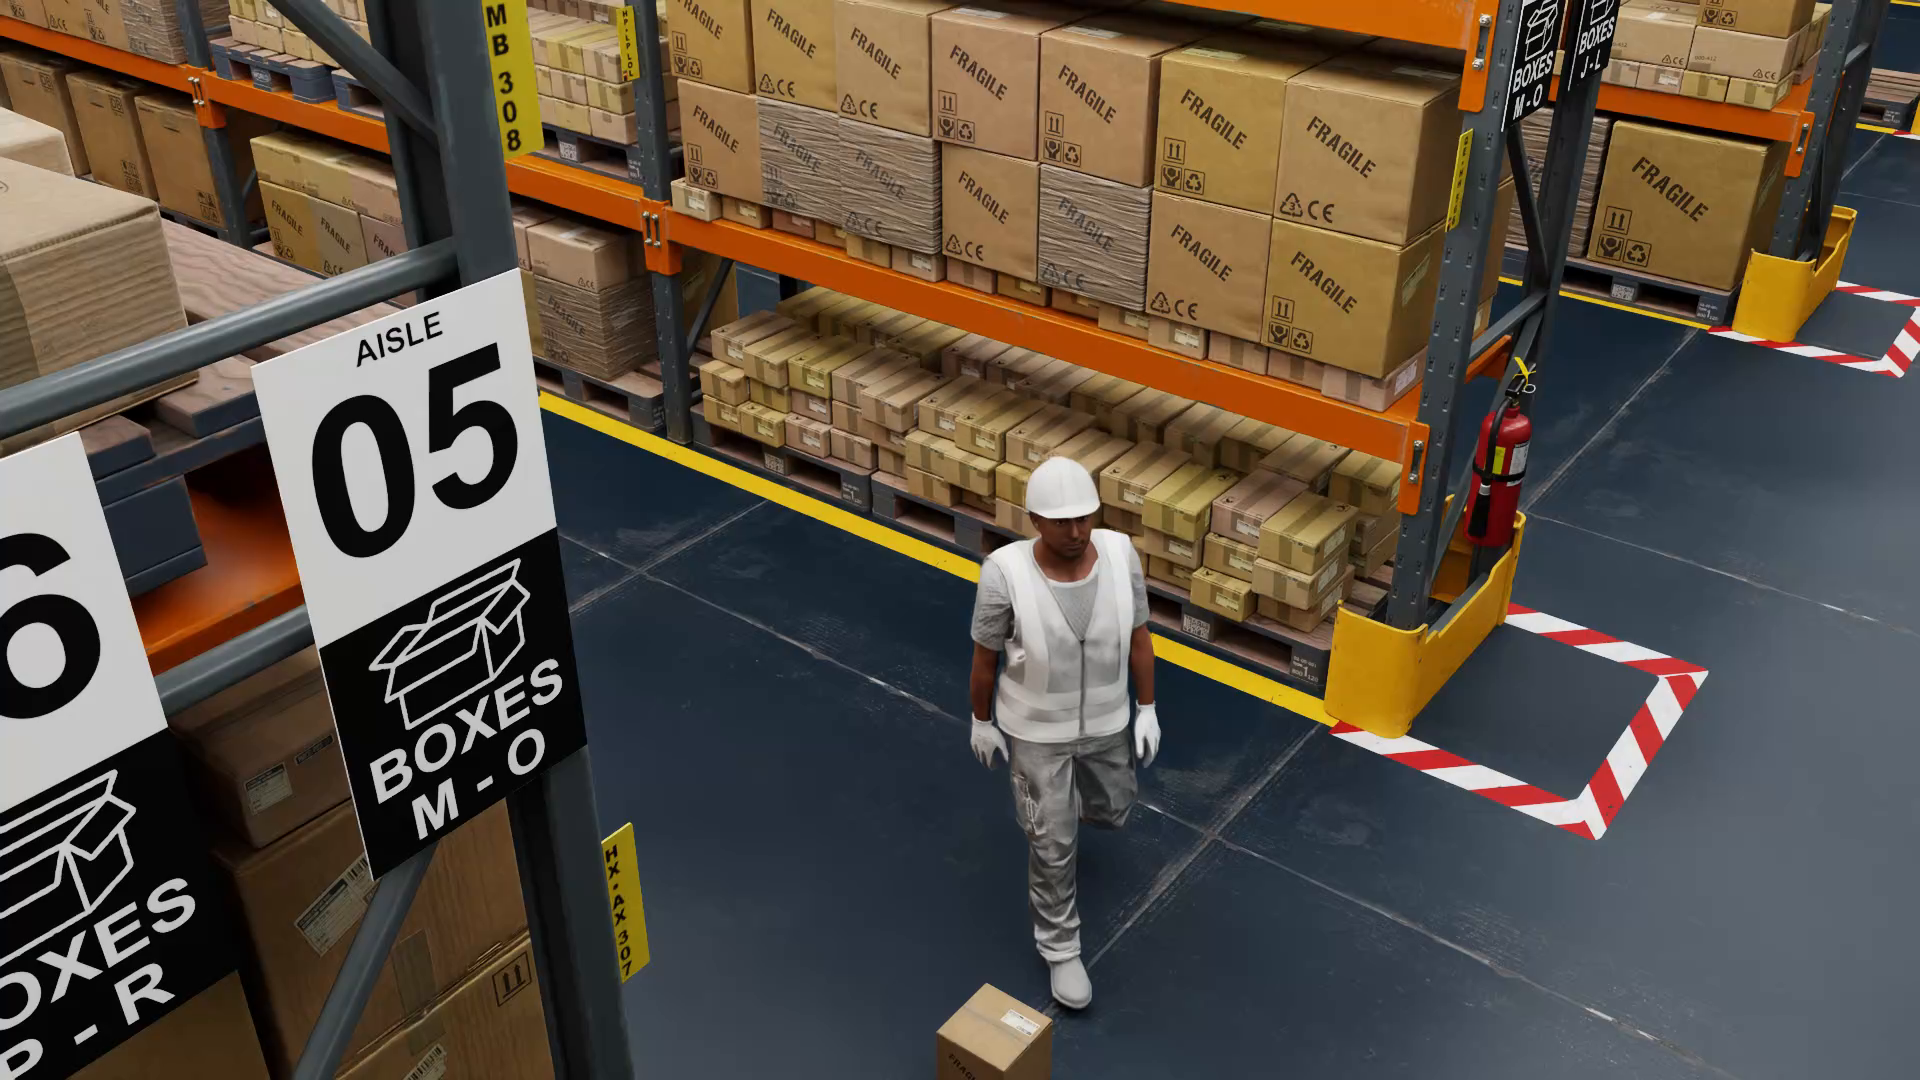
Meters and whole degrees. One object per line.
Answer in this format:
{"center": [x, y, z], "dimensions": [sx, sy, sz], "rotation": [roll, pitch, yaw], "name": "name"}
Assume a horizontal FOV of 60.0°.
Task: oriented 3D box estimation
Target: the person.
{"center": [0.323, 0.538, 5.189], "dimensions": [0.577, 1.762, 0.846], "rotation": [-10, 32, -17], "name": "person"}
